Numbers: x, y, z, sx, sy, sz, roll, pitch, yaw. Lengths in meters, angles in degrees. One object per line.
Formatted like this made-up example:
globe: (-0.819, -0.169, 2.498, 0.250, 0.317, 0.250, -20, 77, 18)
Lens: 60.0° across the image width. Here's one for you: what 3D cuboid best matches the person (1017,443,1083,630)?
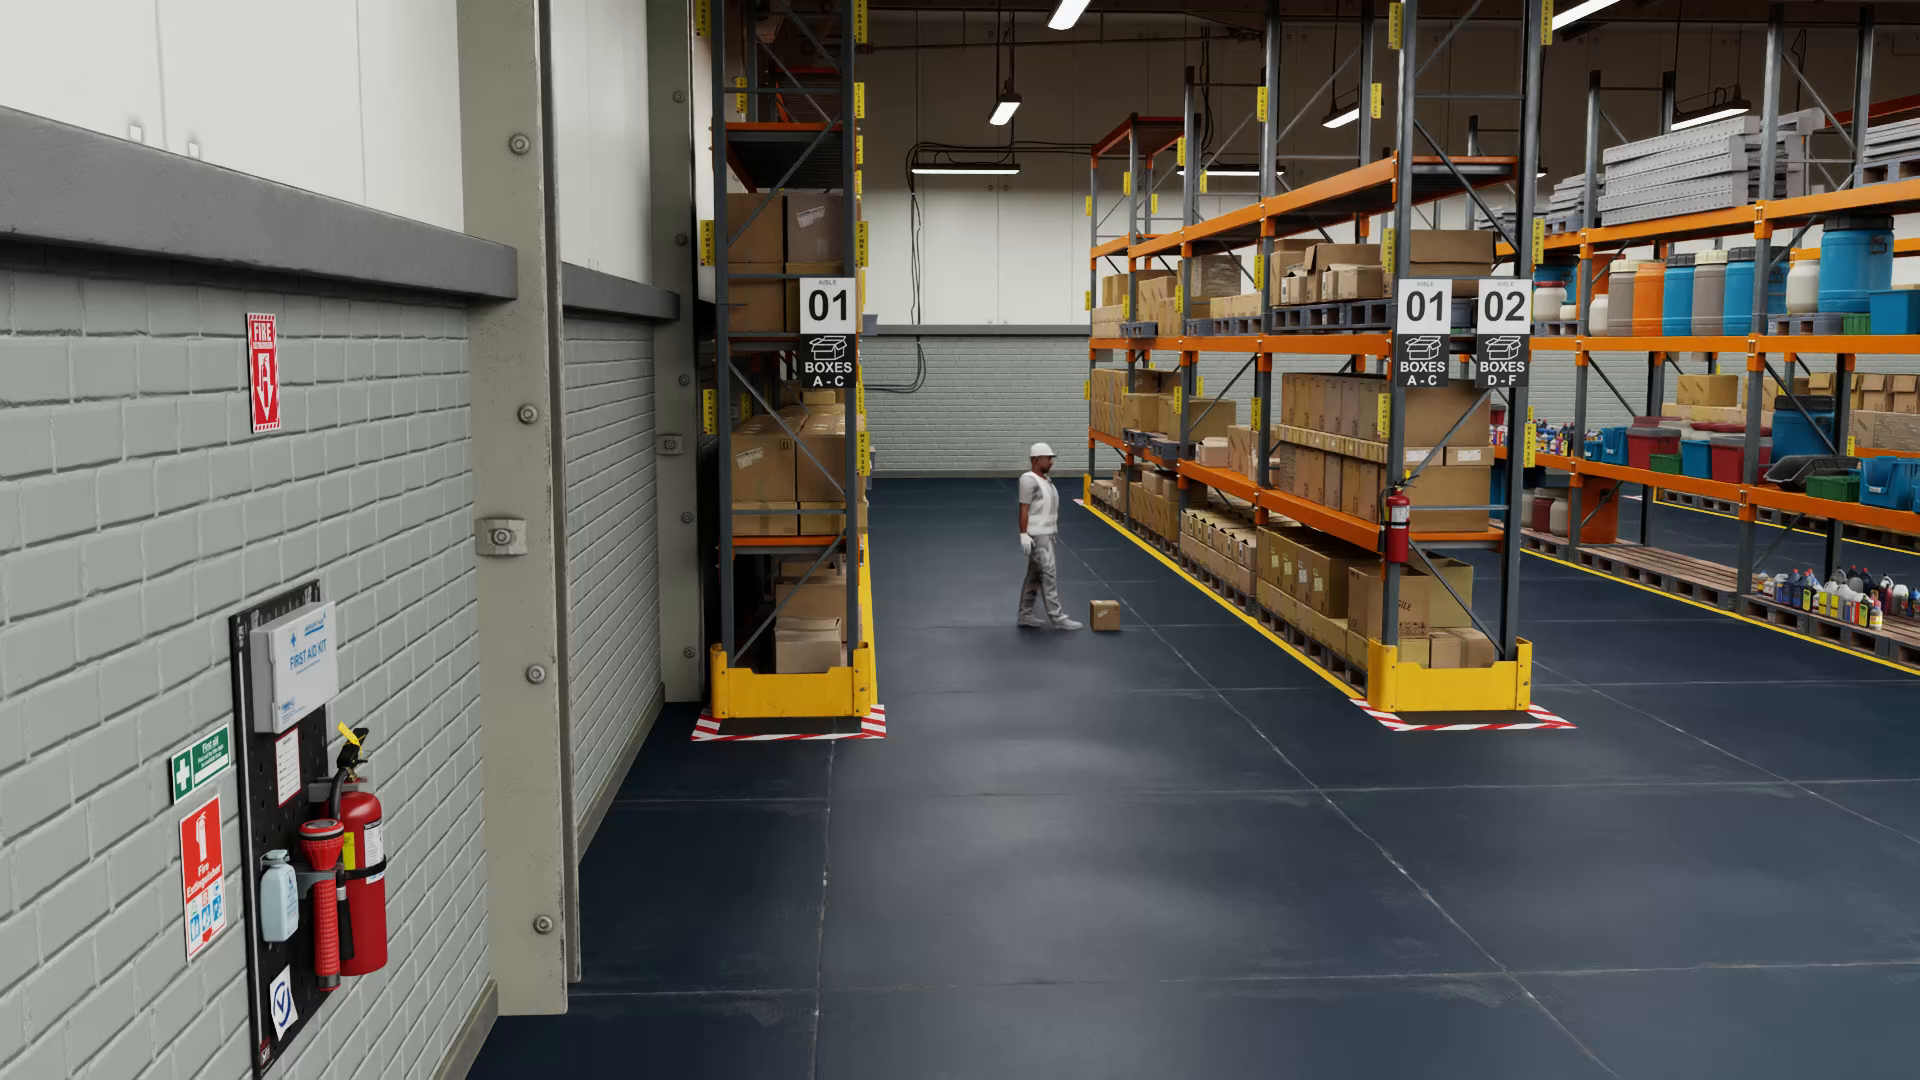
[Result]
person: (0.887, -0.039, 15.908, 0.713, 1.768, 0.591, 3, 7, 22)
